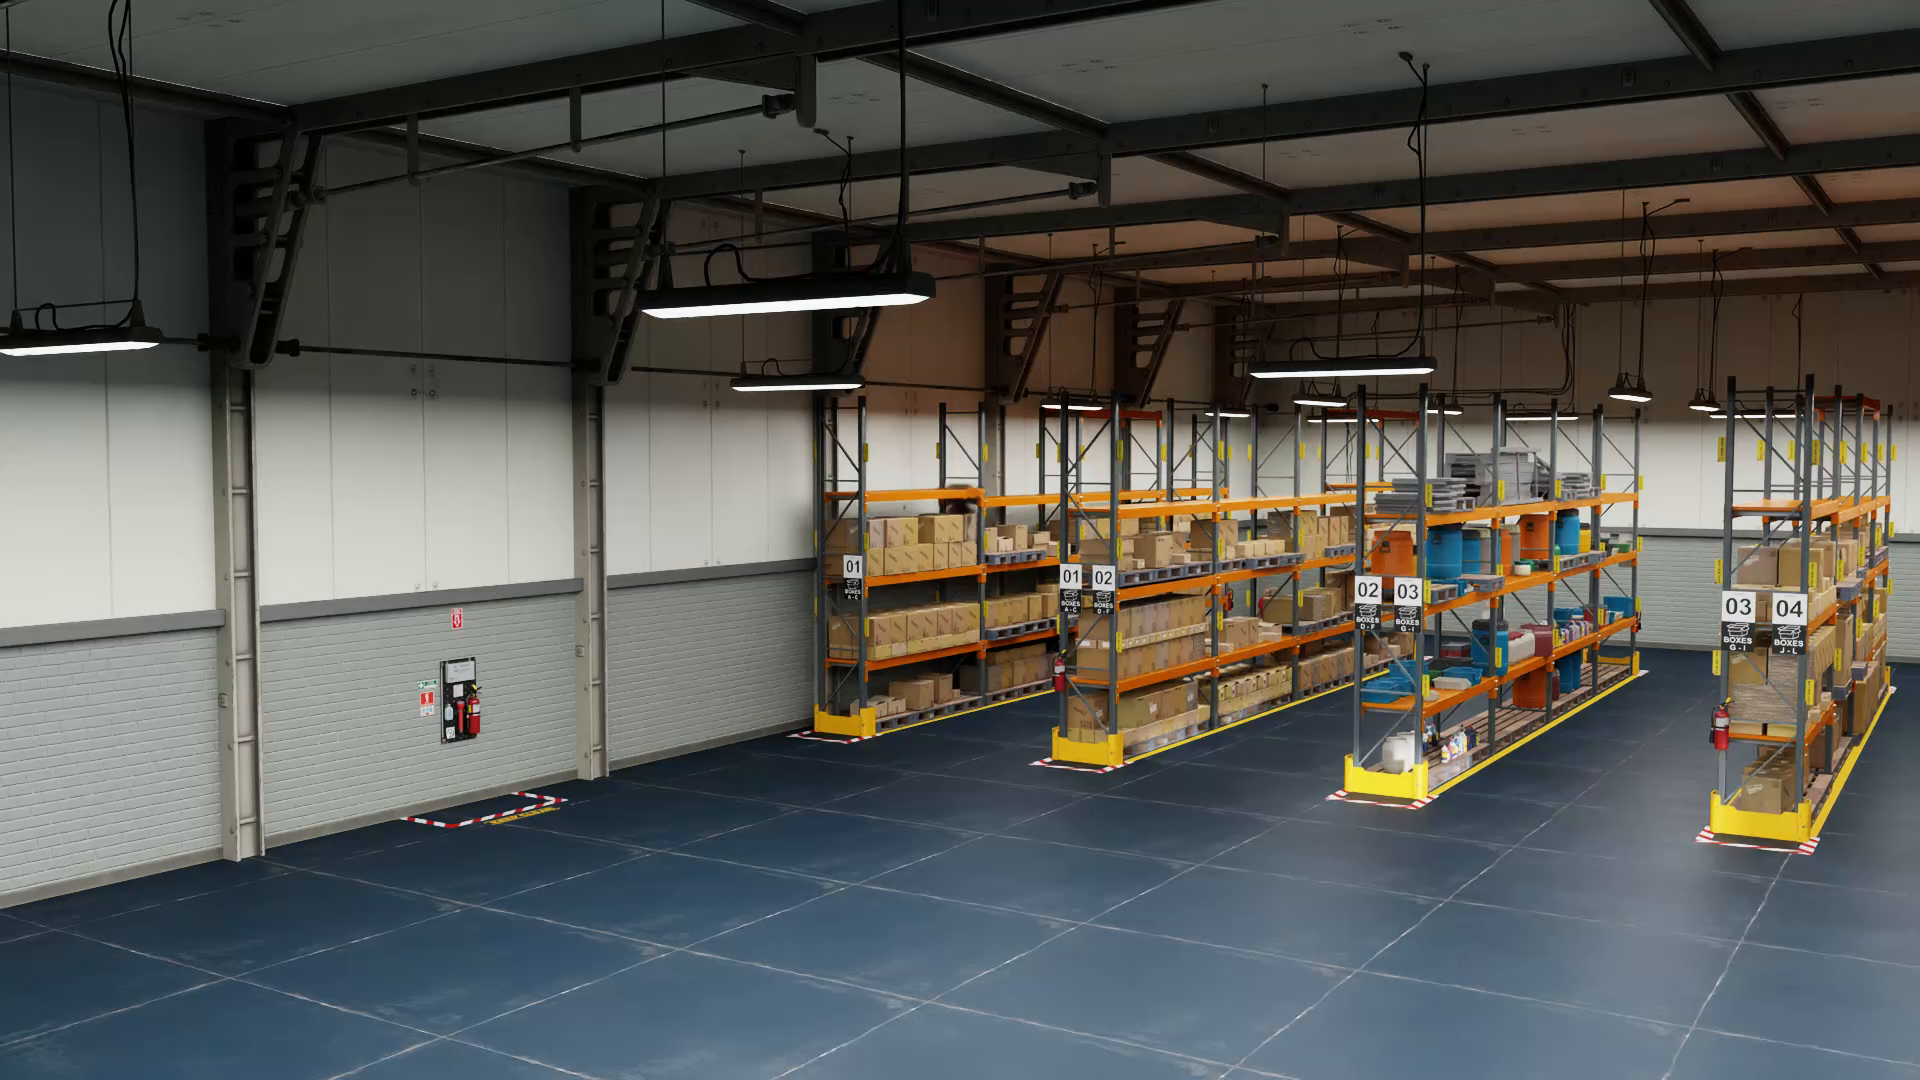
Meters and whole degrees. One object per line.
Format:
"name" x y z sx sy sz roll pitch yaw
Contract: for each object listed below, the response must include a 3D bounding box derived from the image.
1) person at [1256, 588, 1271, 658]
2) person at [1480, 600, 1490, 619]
"person" 7.546 2.031 40.858 0.620 1.716 0.995 2 4 31
"person" 12.110 2.178 38.104 0.443 1.613 1.021 2 3 29
